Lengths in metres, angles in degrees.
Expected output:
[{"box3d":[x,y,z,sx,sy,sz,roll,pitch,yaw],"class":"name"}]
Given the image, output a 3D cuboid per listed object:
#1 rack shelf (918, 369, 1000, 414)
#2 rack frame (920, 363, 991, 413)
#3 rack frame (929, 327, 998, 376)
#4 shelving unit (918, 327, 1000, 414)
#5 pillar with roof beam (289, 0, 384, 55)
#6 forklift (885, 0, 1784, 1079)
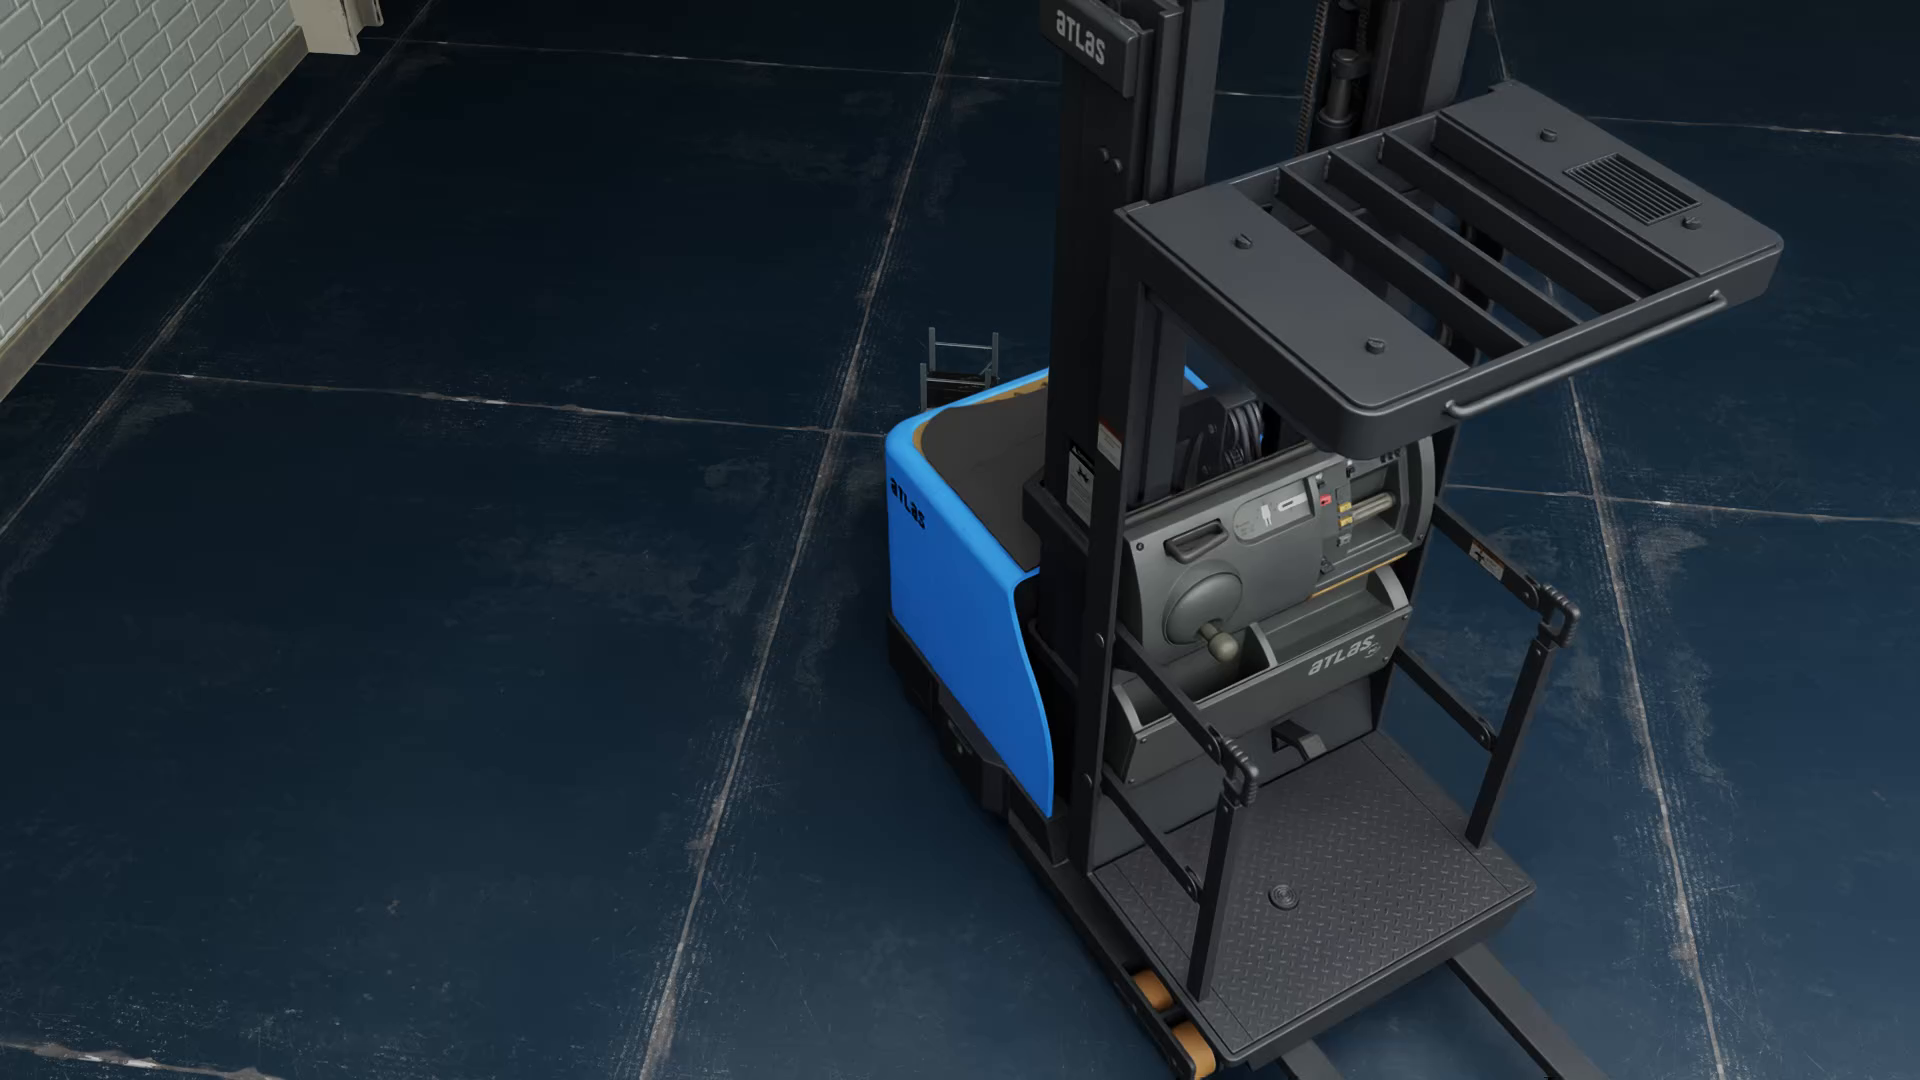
[{"box3d":[-0.001,-0.493,5.772,0.258,0.077,0.200,5,44,6],"class":"rack shelf"},{"box3d":[-0.015,-0.252,5.862,0.240,0.900,0.006,5,44,6],"class":"rack frame"},{"box3d":[0.012,-0.391,6.008,0.240,0.900,0.006,5,44,6],"class":"rack frame"},{"box3d":[-0.001,-0.321,5.935,0.258,0.900,0.210,5,44,6],"class":"shelving unit"},{"box3d":[0.863,-5.659,5.682,9.100,9.000,0.400,5,44,6],"class":"pillar with roof beam"},{"box3d":[0.929,0.080,4.034,1.130,2.935,3.031,-22,48,-21],"class":"forklift"}]
